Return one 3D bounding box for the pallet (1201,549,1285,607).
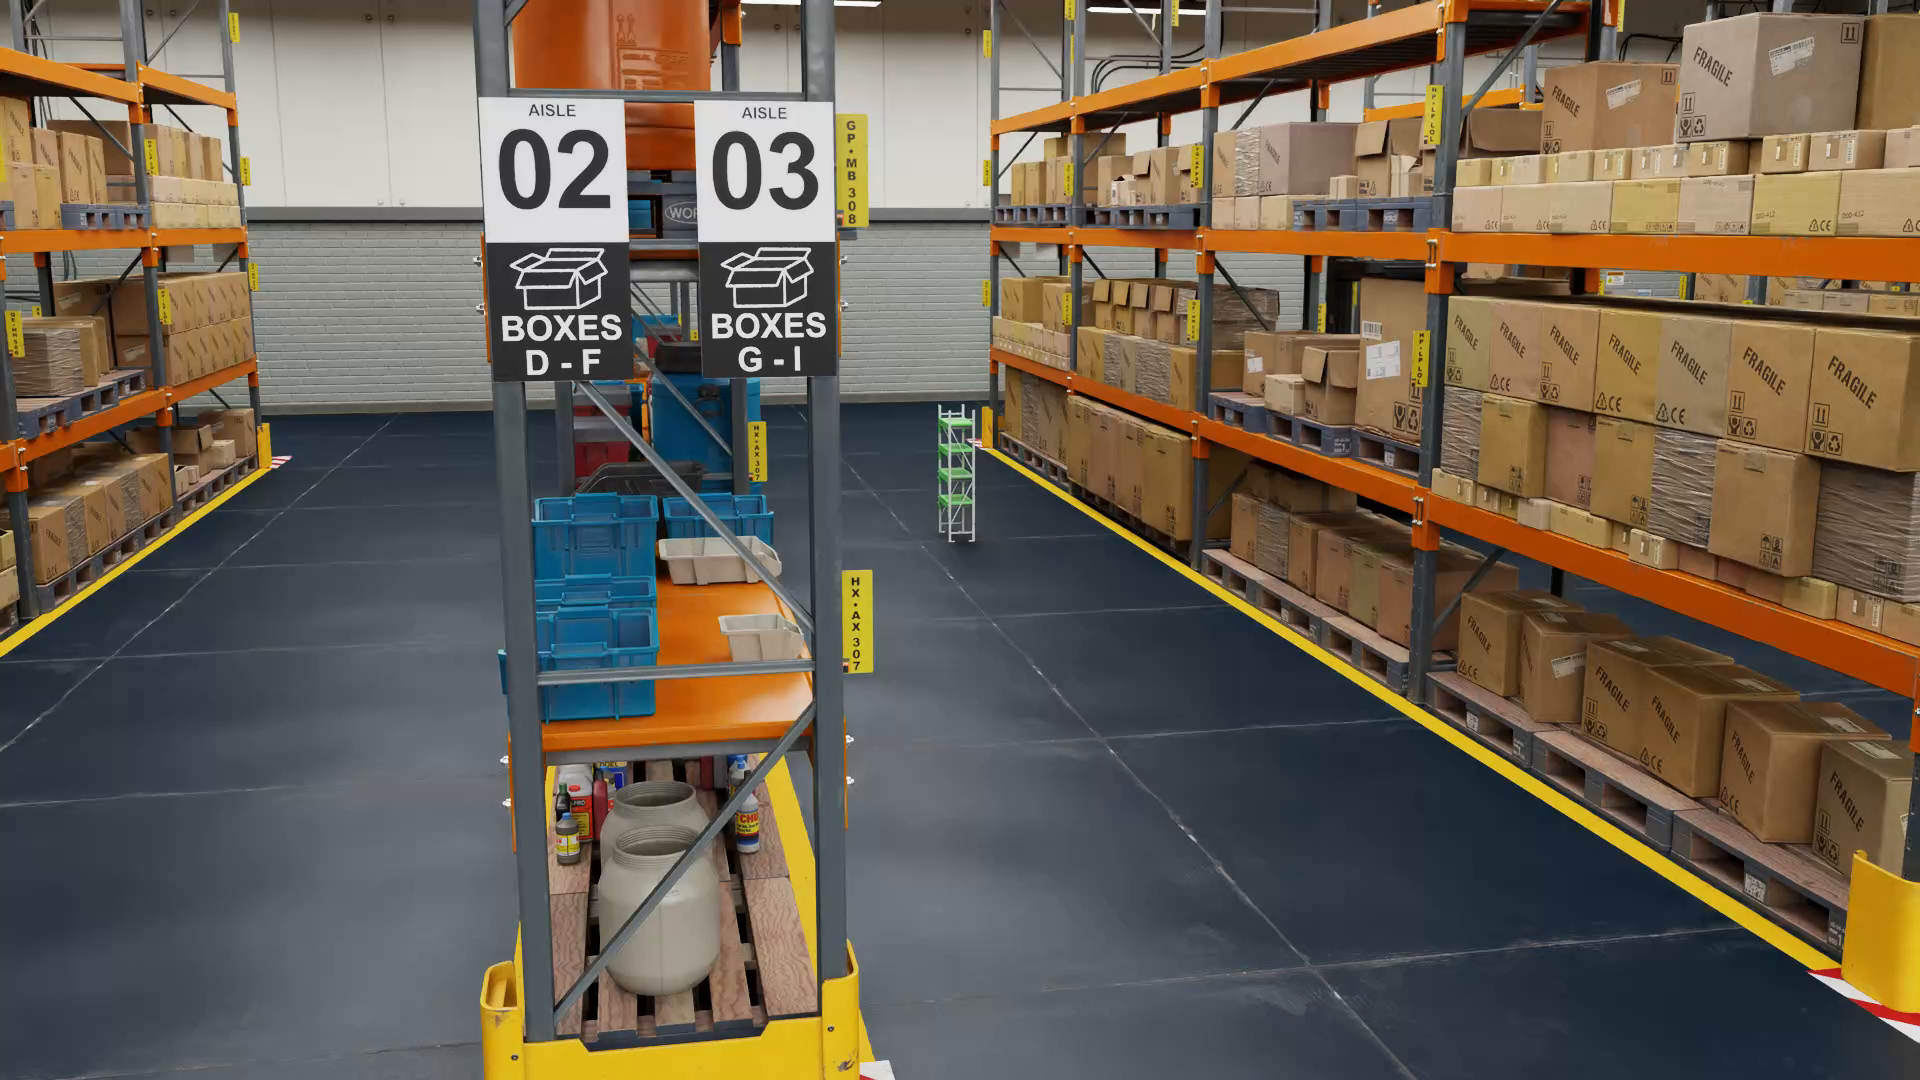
[{"bbox_3d":[2.592,0.275,13.241,1.003,0.211,1.213,-2,11,-11],"label":"pallet"}]

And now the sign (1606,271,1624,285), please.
[{"bbox_3d":[11.481,-4.591,29.137,0.339,0.242,0.001,-2,11,-11],"label":"sign"}]

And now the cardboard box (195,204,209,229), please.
[{"bbox_3d":[-8.196,-3.386,17.394,0.500,0.250,0.500,-2,11,-11],"label":"cardboard box"}]

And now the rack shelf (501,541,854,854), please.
[{"bbox_3d":[-1.250,0.396,7.073,1.077,0.370,4.000,-2,11,-11],"label":"rack shelf"}]

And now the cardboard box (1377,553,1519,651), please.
[{"bbox_3d":[3.121,0.394,10.667,0.700,0.500,0.500,-3,11,-15],"label":"cardboard box"}]

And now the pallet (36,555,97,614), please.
[{"bbox_3d":[-7.384,0.353,12.831,1.003,0.211,1.213,-2,11,-11],"label":"pallet"}]

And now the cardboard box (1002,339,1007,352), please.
[{"bbox_3d":[0.733,-2.411,20.567,0.380,0.149,0.250,-2,11,-12],"label":"cardboard box"}]

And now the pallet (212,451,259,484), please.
[{"bbox_3d":[-8.661,-0.816,18.972,1.003,0.211,1.213,-2,11,-11],"label":"pallet"}]

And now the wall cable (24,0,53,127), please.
[{"bbox_3d":[-11.786,-7.217,23.895,3.097,2.526,0.112,-2,11,-11],"label":"wall cable"}]

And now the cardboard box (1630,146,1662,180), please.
[{"bbox_3d":[3.355,-1.746,7.712,0.380,0.149,0.250,-2,11,-10],"label":"cardboard box"}]

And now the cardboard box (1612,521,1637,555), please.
[{"bbox_3d":[3.364,-0.012,7.963,0.380,0.149,0.250,-2,11,-11],"label":"cardboard box"}]

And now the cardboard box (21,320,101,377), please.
[{"bbox_3d":[-7.986,-1.649,14.500,0.700,0.500,0.500,0,11,-2],"label":"cardboard box"}]

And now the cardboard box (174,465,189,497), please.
[{"bbox_3d":[-7.924,-0.592,16.355,0.500,0.311,0.500,-2,11,-11],"label":"cardboard box"}]

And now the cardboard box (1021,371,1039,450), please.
[{"bbox_3d":[1.266,-1.587,20.123,0.875,0.875,0.875,-2,11,-11],"label":"cardboard box"}]

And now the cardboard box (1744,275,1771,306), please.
[{"bbox_3d":[10.636,-3.319,21.725,0.500,0.500,0.500,-2,11,-11],"label":"cardboard box"}]

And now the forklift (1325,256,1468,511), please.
[{"bbox_3d":[4.303,-1.749,16.598,1.130,2.935,3.031,-2,11,-11],"label":"forklift"}]

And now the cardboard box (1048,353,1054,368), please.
[{"bbox_3d":[1.183,-1.987,18.338,0.380,0.149,0.250,-2,11,-12],"label":"cardboard box"}]

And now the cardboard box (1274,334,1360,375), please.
[{"bbox_3d":[2.793,-1.297,12.653,0.700,0.500,0.500,0,11,-3],"label":"cardboard box"}]

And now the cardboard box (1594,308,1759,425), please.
[{"bbox_3d":[3.361,-0.825,7.823,0.500,0.500,0.500,-2,11,-11],"label":"cardboard box"}]

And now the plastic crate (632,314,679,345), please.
[{"bbox_3d":[-3.724,-2.518,20.200,0.616,0.435,0.499,-2,11,-11],"label":"plastic crate"}]

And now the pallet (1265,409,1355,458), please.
[{"bbox_3d":[2.867,-0.782,11.851,1.003,0.211,1.213,-2,11,-11],"label":"pallet"}]

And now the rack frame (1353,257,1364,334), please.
[{"bbox_3d":[5.771,-2.867,22.292,1.000,3.000,0.127,-2,11,-11],"label":"rack frame"}]

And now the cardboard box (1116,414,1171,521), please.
[{"bbox_3d":[2.162,-0.692,15.422,1.225,0.875,0.875,-2,11,-11],"label":"cardboard box"}]

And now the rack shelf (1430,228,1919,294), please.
[{"bbox_3d":[3.609,-1.258,7.738,1.077,0.370,4.000,-2,11,-11],"label":"rack shelf"}]

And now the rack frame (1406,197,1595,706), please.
[{"bbox_3d":[3.220,-0.505,9.879,1.000,3.000,0.127,-2,11,-11],"label":"rack frame"}]

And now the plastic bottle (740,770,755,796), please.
[{"bbox_3d":[-0.934,1.141,7.319,0.061,0.283,0.133,-2,11,-10],"label":"plastic bottle"}]

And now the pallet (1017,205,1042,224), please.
[{"bbox_3d":[1.281,-3.776,19.279,1.003,0.211,1.213,-2,11,-11],"label":"pallet"}]

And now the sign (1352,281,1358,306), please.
[{"bbox_3d":[5.238,-3.273,22.108,0.100,0.325,0.005,-2,11,-11],"label":"sign"}]

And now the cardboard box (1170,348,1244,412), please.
[{"bbox_3d":[2.103,-1.369,14.152,0.500,0.500,0.500,-2,11,-9],"label":"cardboard box"}]

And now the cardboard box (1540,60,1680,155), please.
[{"bbox_3d":[3.557,-2.346,9.130,0.500,0.500,0.500,-2,11,-13],"label":"cardboard box"}]

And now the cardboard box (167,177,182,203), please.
[{"bbox_3d":[-8.004,-3.448,16.383,0.500,0.250,0.500,-2,11,-11],"label":"cardboard box"}]

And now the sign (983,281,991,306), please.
[{"bbox_3d":[0.340,-3.151,21.253,0.100,0.325,0.005,-2,11,-11],"label":"sign"}]

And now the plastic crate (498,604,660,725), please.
[{"bbox_3d":[-1.252,0.401,5.517,0.499,0.251,0.616,-2,11,-11],"label":"plastic crate"}]

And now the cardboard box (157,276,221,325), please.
[{"bbox_3d":[-8.171,-2.533,17.593,0.500,0.500,0.500,-2,11,-9],"label":"cardboard box"}]

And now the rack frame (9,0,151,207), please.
[{"bbox_3d":[-8.054,-4.559,15.138,1.000,3.000,0.127,-2,11,-11],"label":"rack frame"}]

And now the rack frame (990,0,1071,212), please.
[{"bbox_3d":[0.886,-5.653,20.881,1.000,3.000,0.127,-2,11,-11],"label":"rack frame"}]

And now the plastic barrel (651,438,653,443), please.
[{"bbox_3d":[-1.746,-0.505,10.250,0.301,0.262,0.301,0,11,0],"label":"plastic barrel"}]

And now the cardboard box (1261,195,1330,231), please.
[{"bbox_3d":[2.492,-2.355,11.977,0.500,0.250,0.500,-2,11,-10],"label":"cardboard box"}]

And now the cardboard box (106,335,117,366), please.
[{"bbox_3d":[-8.403,-1.744,16.122,0.500,0.500,0.500,-2,11,-10],"label":"cardboard box"}]

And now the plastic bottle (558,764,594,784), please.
[{"bbox_3d":[-1.697,1.137,7.359,0.152,0.276,0.135,-2,11,-13],"label":"plastic bottle"}]

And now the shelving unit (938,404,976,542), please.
[{"bbox_3d":[-0.032,-0.620,15.297,0.258,1.200,0.503,-2,11,-11],"label":"shelving unit"}]

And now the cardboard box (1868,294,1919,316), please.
[{"bbox_3d":[7.606,-1.671,13.065,0.700,0.500,0.500,-2,11,-12],"label":"cardboard box"}]

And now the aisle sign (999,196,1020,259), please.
[{"bbox_3d":[0.577,-3.985,21.211,0.394,0.787,0.004,-2,11,-11],"label":"aisle sign"}]

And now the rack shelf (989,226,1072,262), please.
[{"bbox_3d":[1.275,-3.459,19.302,1.077,0.370,4.000,-2,11,-11],"label":"rack shelf"}]

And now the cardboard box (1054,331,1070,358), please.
[{"bbox_3d":[1.320,-2.116,17.949,0.500,0.250,0.500,-2,11,-12],"label":"cardboard box"}]

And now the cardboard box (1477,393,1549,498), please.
[{"bbox_3d":[3.309,-0.522,8.908,0.875,0.500,0.500,-2,11,-11],"label":"cardboard box"}]

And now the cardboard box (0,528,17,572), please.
[{"bbox_3d":[-6.933,0.077,11.552,0.500,0.311,0.500,-2,11,-10],"label":"cardboard box"}]

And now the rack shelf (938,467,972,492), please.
[{"bbox_3d":[-0.032,-0.557,15.309,0.258,0.148,0.480,-2,11,-11],"label":"rack shelf"}]

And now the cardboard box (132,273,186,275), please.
[{"bbox_3d":[-8.895,-2.700,18.470,0.500,0.500,0.500,-2,11,-10],"label":"cardboard box"}]

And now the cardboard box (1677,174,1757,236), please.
[{"bbox_3d":[3.463,-1.436,7.150,0.500,0.250,0.500,-2,11,-10],"label":"cardboard box"}]

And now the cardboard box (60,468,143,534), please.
[{"bbox_3d":[-7.492,-0.337,14.509,0.500,0.500,0.500,-2,11,-10],"label":"cardboard box"}]

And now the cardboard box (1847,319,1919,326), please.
[{"bbox_3d":[4.068,-0.660,6.959,0.500,0.500,0.500,-2,11,-11],"label":"cardboard box"}]
